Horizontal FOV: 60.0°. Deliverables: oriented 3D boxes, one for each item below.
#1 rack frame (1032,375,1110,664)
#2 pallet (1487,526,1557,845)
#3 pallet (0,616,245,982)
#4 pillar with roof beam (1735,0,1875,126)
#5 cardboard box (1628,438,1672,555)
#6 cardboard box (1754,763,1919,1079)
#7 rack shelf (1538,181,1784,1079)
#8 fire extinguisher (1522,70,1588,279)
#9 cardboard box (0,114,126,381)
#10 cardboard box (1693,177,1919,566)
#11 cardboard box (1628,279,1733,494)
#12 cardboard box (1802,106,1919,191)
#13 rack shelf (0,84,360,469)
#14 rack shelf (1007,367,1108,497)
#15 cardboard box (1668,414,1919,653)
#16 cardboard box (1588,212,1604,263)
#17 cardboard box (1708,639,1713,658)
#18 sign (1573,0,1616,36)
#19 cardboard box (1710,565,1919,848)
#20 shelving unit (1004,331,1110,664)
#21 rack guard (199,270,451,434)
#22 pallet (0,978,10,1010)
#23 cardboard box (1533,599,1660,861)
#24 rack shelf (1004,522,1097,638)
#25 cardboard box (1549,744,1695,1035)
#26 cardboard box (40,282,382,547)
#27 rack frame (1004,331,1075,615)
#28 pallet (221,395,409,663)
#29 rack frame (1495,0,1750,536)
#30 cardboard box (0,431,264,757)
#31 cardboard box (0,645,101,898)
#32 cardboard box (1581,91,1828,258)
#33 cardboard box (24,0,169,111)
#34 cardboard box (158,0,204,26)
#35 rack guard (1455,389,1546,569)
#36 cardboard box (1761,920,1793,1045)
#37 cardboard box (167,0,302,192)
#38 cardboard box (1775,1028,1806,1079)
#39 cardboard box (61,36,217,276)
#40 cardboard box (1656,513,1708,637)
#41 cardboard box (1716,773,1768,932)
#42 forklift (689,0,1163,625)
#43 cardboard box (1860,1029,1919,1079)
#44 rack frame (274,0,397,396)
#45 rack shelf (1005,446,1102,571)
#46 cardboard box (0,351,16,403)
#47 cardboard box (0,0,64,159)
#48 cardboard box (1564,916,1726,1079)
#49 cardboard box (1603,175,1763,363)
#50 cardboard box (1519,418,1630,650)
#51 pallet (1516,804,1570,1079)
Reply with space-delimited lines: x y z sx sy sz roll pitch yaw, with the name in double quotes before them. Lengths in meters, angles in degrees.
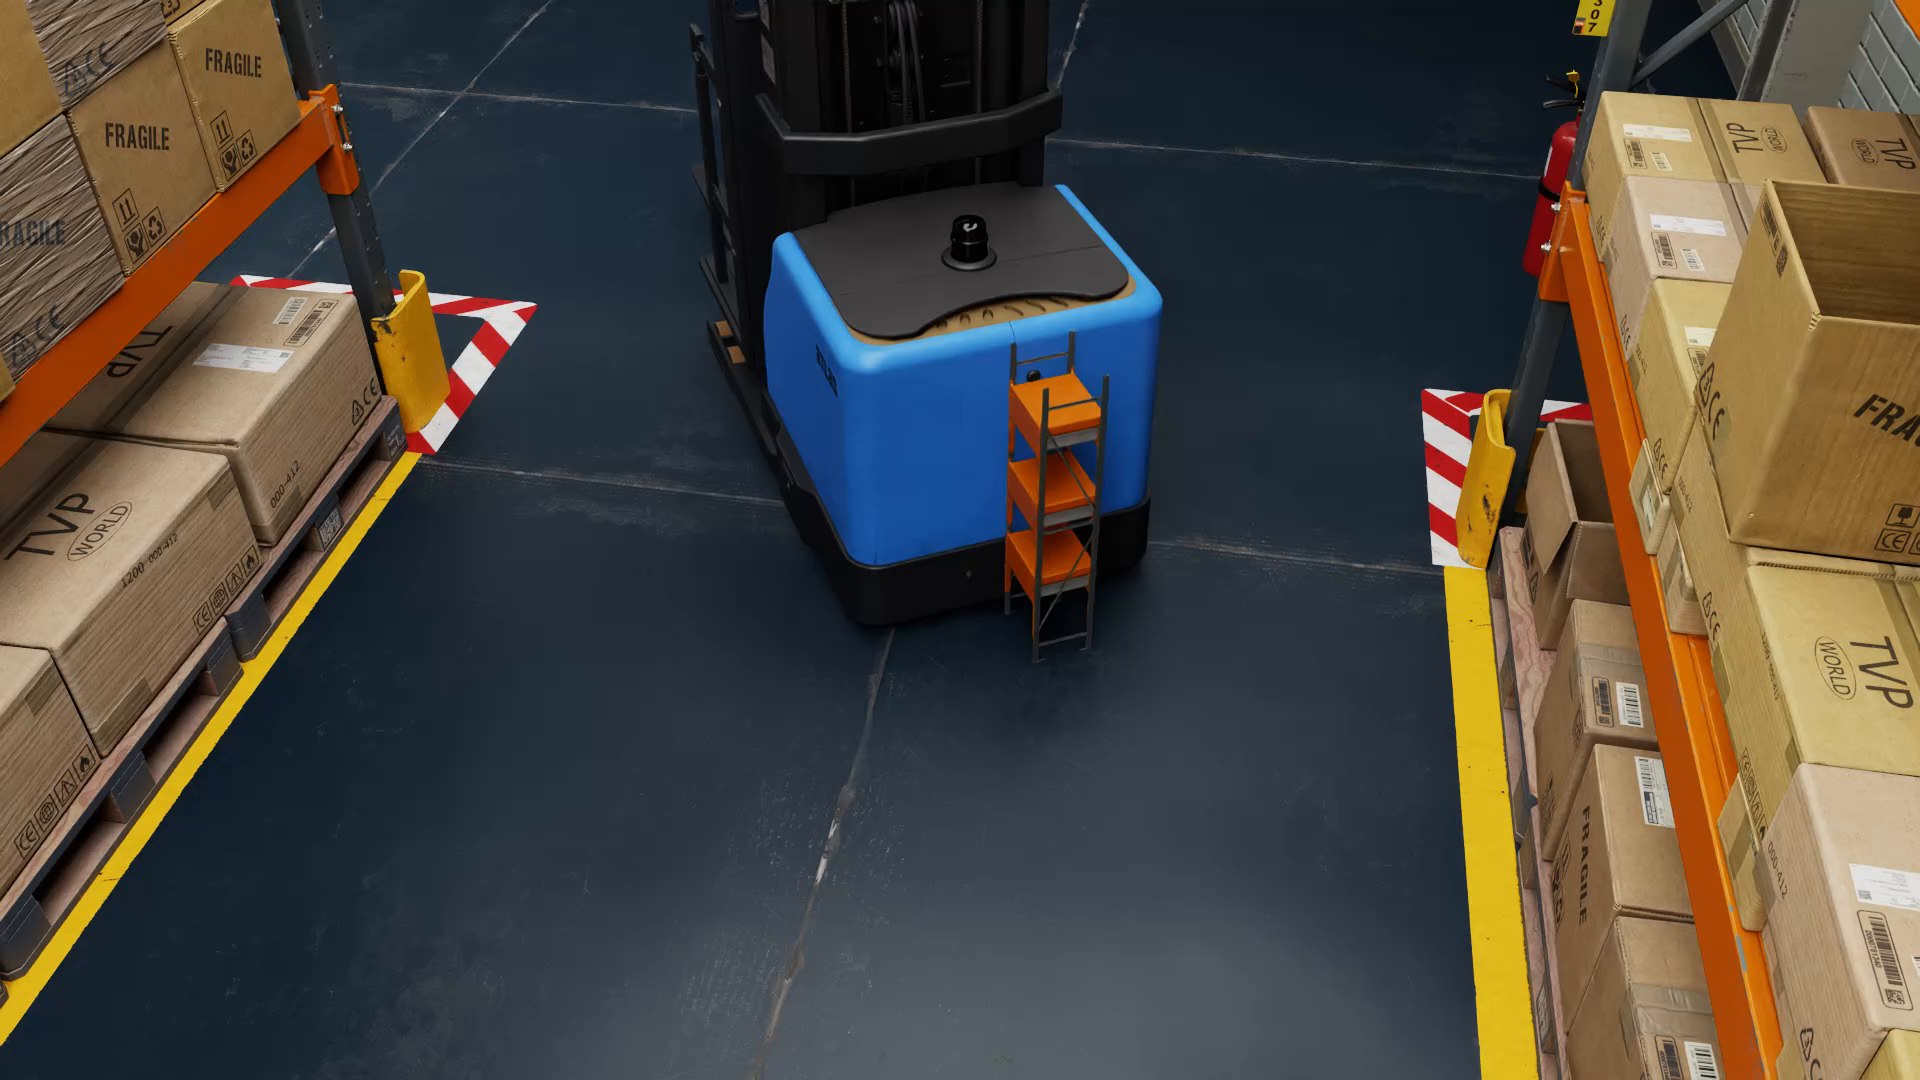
"rack frame" 0.324 -0.035 4.969 0.200 1.050 0.008 -13 41 -15
"pallet" 2.166 0.464 5.023 1.003 0.211 1.213 6 40 8
"pallet" -2.848 0.645 4.805 1.003 0.211 1.213 6 40 8
"pillar with roof beam" -0.570 -5.538 5.387 9.100 9.000 0.400 6 40 8
"cardboard box" 1.717 -0.083 3.693 0.380 0.149 0.250 5 40 6
"cardboard box" 1.544 0.632 2.516 0.500 0.250 0.500 7 40 8
"rack shelf" 1.970 0.374 3.509 1.077 0.370 4.000 6 40 8
"fire extinguisher" 1.886 -1.129 5.114 0.296 0.674 0.183 6 40 8
"cardboard box" -2.577 -0.773 4.253 0.500 0.500 0.500 7 40 9
"cardboard box" 1.713 -0.308 3.064 0.500 0.500 0.500 7 40 9
"cardboard box" 1.801 -0.326 3.674 0.500 0.250 0.500 6 40 7
"cardboard box" 2.498 -0.898 4.366 0.500 0.250 0.500 7 40 9
"rack shelf" -2.919 -0.171 4.168 1.077 0.370 4.000 6 40 8
"rack shelf" 0.282 -0.319 4.883 0.215 0.259 0.240 -13 41 -15
"cardboard box" 1.733 -0.002 3.283 0.500 0.250 0.500 5 40 7
"cardboard box" 1.989 -0.886 4.665 0.380 0.149 0.250 6 40 7
"cardboard box" 1.715 0.254 3.286 0.380 0.149 0.250 6 40 8
"sign" 1.782 -1.552 4.594 0.100 0.325 0.005 6 40 8
"cardboard box" 1.643 0.321 2.892 0.500 0.250 0.500 6 40 7
"shelving unit" 0.282 -0.108 5.057 0.215 1.050 0.252 -13 41 -15
"rack guard" -2.569 -0.755 6.271 1.175 0.500 0.348 6 40 8
"pallet" -3.057 1.413 3.876 1.003 0.211 1.213 6 40 8
"cardboard box" 1.931 0.548 4.365 0.700 0.500 0.500 8 40 9
"rack shelf" 0.282 0.114 5.241 0.215 0.259 0.240 -13 41 -15
"cardboard box" 1.741 0.869 3.977 0.500 0.500 0.500 7 40 8
"cardboard box" -2.589 -0.453 5.625 0.875 0.438 0.875 5 40 6
"rack frame" 0.240 -0.181 5.145 0.200 1.050 0.008 -13 41 -15
"pallet" -2.635 -0.119 5.728 1.003 0.211 1.213 6 40 8
"rack frame" 2.316 -1.159 4.798 1.000 3.000 0.127 6 40 8
"cardboard box" -2.739 0.122 4.929 0.875 0.438 0.875 7 40 9
"cardboard box" -2.897 0.688 4.245 0.875 0.438 0.875 5 40 6
"cardboard box" 1.972 -0.961 4.442 0.500 0.250 0.500 7 40 8
"cardboard box" -2.484 -1.468 4.308 0.500 0.500 0.500 7 40 8
"cardboard box" -2.422 -1.799 4.709 0.500 0.500 0.500 8 40 9
"rack guard" 2.303 -0.148 5.536 1.175 0.500 0.348 6 40 8
"cardboard box" 1.547 0.727 2.714 0.380 0.149 0.250 7 40 9
"cardboard box" -2.396 -1.410 5.023 0.500 0.500 0.500 7 40 8
"cardboard box" 1.475 0.889 2.518 0.380 0.149 0.250 7 40 9
"cardboard box" -2.498 -1.097 4.644 0.500 0.500 0.500 6 40 7
"cardboard box" 1.692 0.085 3.491 0.380 0.149 0.250 7 40 9
"cardboard box" 1.564 0.564 2.911 0.380 0.149 0.250 6 40 7
"forklift" -0.357 -1.802 5.630 1.130 2.935 3.031 -13 41 -15
"cardboard box" 1.472 0.948 2.133 0.500 0.250 0.500 7 40 9
"rack frame" -2.573 -1.704 5.457 1.000 3.000 0.127 6 40 8
"rack shelf" 0.282 -0.100 5.064 0.215 0.259 0.240 -13 41 -15
"cardboard box" -2.654 -0.448 3.859 0.500 0.500 0.500 8 40 9
"cardboard box" -2.573 -1.158 3.933 0.500 0.500 0.500 6 40 7
"cardboard box" 1.751 1.200 3.577 0.700 0.500 0.500 5 40 6
"cardboard box" 1.885 -0.644 4.059 0.500 0.250 0.500 7 40 8
"cardboard box" 2.117 0.015 5.008 0.797 0.503 0.637 5 40 6
"pallet" 1.952 1.228 4.100 1.003 0.211 1.213 6 40 8
